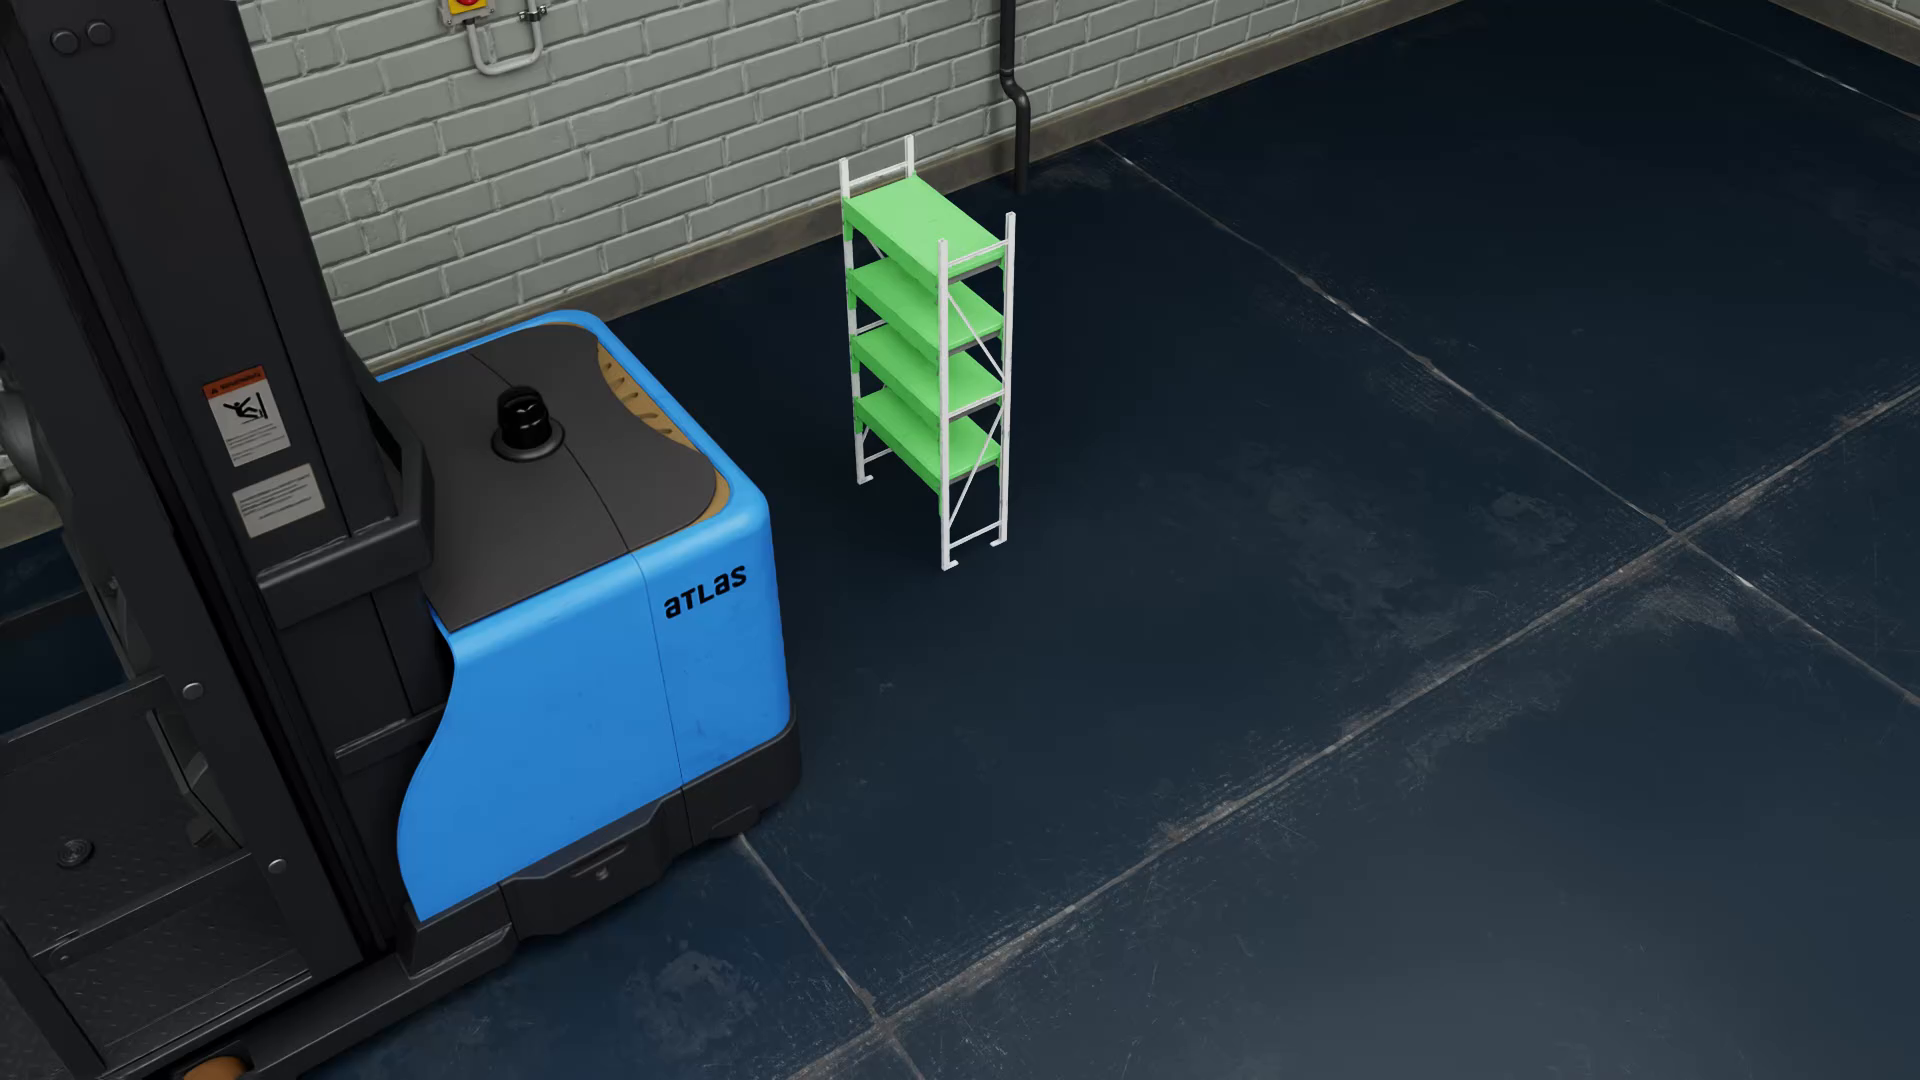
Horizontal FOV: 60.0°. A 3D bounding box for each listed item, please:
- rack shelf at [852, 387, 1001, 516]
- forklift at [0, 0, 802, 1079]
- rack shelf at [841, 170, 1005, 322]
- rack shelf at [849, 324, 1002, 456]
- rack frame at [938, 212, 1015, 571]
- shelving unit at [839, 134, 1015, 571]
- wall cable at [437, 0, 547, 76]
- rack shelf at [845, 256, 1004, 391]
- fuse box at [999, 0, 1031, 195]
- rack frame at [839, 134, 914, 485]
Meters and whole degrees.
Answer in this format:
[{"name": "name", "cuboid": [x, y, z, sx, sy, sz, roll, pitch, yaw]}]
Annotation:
[{"name": "rack shelf", "cuboid": [-0.095, -0.308, 5.144, 0.258, 0.148, 0.480, -26, 49, -24]}, {"name": "forklift", "cuboid": [-1.921, -0.051, 3.180, 3.031, 2.935, 1.130, -26, 50, -25]}, {"name": "rack shelf", "cuboid": [-0.095, -0.829, 4.647, 0.258, 0.148, 0.480, -26, 49, -24]}, {"name": "rack shelf", "cuboid": [-0.095, -0.482, 4.978, 0.258, 0.148, 0.480, -26, 49, -24]}, {"name": "rack frame", "cuboid": [0.045, -0.390, 4.789, 0.240, 1.200, 0.015, -26, 49, -24]}, {"name": "shelving unit", "cuboid": [-0.095, -0.528, 4.934, 0.258, 1.200, 0.503, -26, 49, -24]}, {"name": "wall cable", "cuboid": [-1.521, -2.124, 4.545, 0.585, 1.953, 0.123, -26, 49, -24]}, {"name": "rack shelf", "cuboid": [-0.095, -0.655, 4.812, 0.258, 0.148, 0.480, -26, 49, -24]}, {"name": "fuse box", "cuboid": [0.285, -2.027, 6.134, 0.539, 1.711, 0.414, -26, 49, -24]}, {"name": "rack frame", "cuboid": [-0.234, -0.666, 5.079, 0.240, 1.200, 0.015, -26, 49, -24]}]
